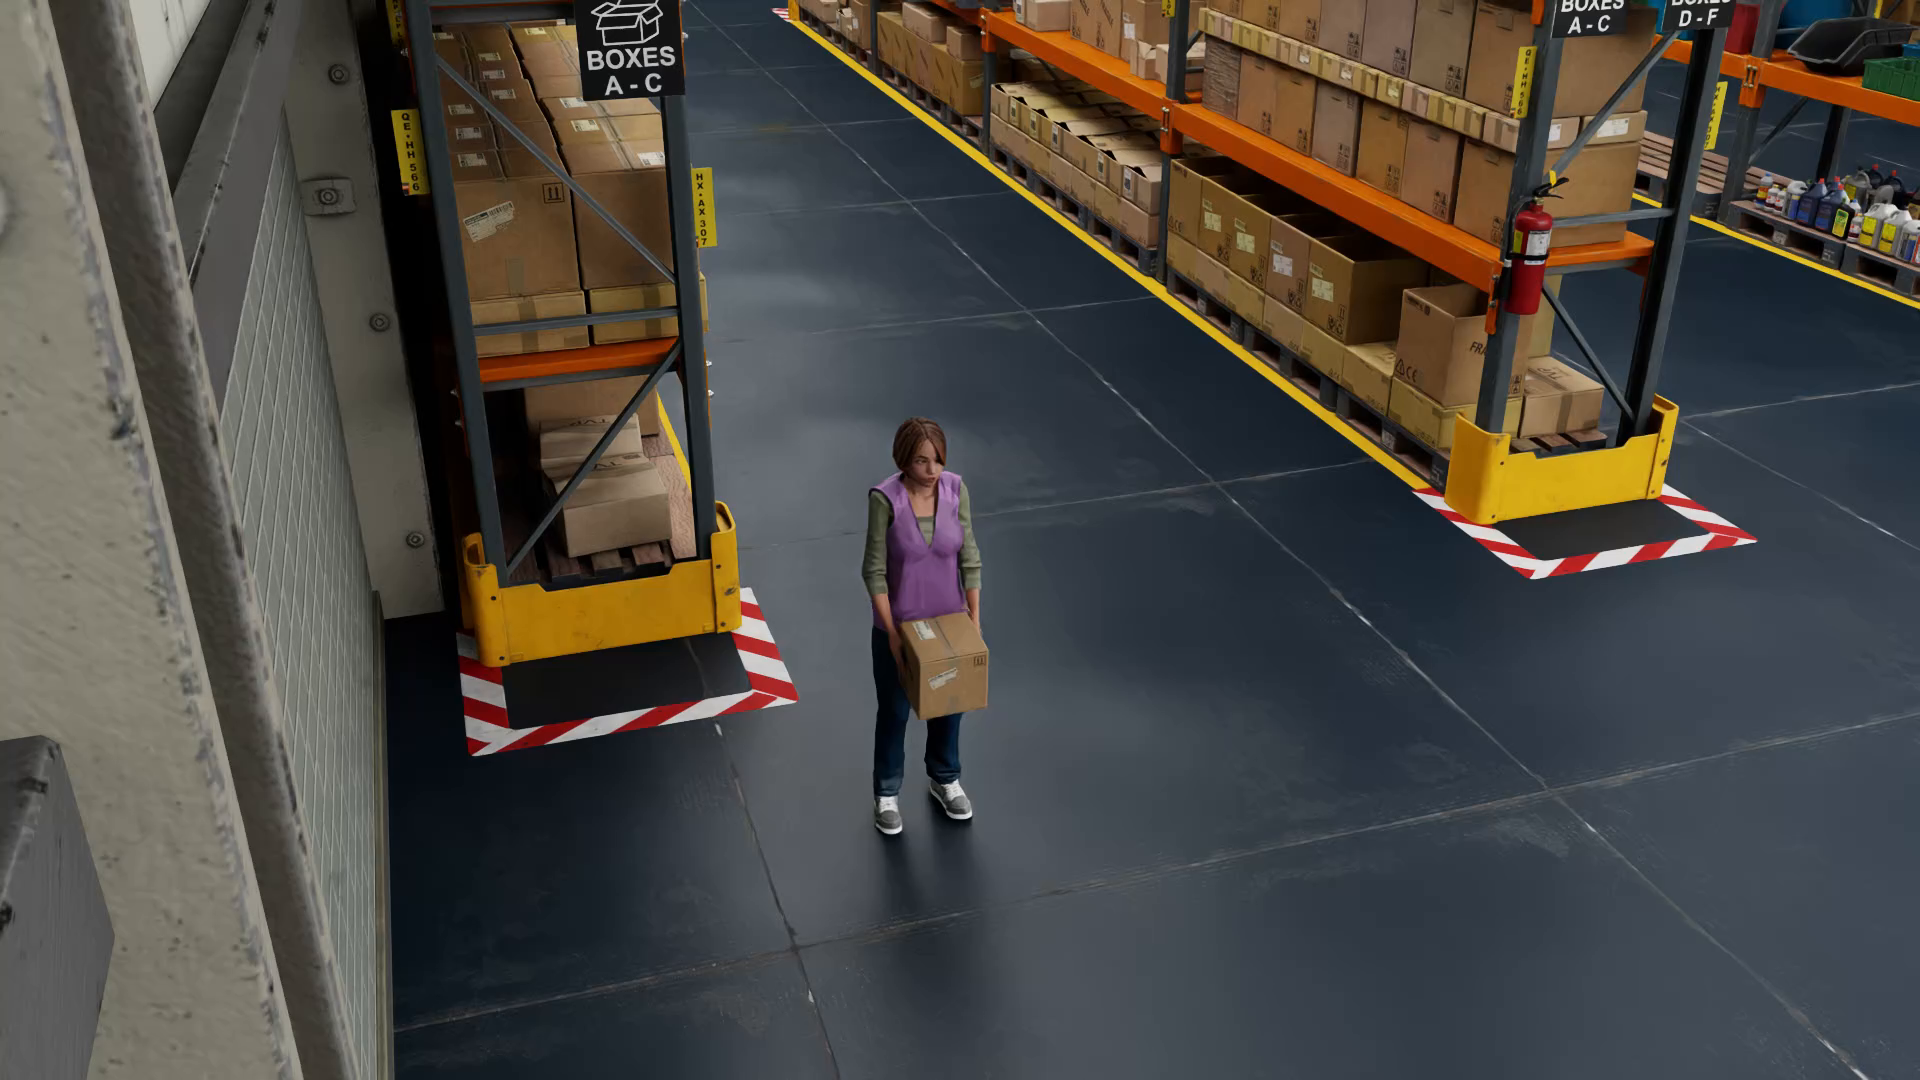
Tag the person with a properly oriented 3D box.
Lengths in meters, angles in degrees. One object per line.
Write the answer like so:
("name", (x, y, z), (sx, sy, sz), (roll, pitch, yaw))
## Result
("person", (-0.129, 0.315, 5.990), (0.444, 1.603, 0.398), (-9, 28, -17))
